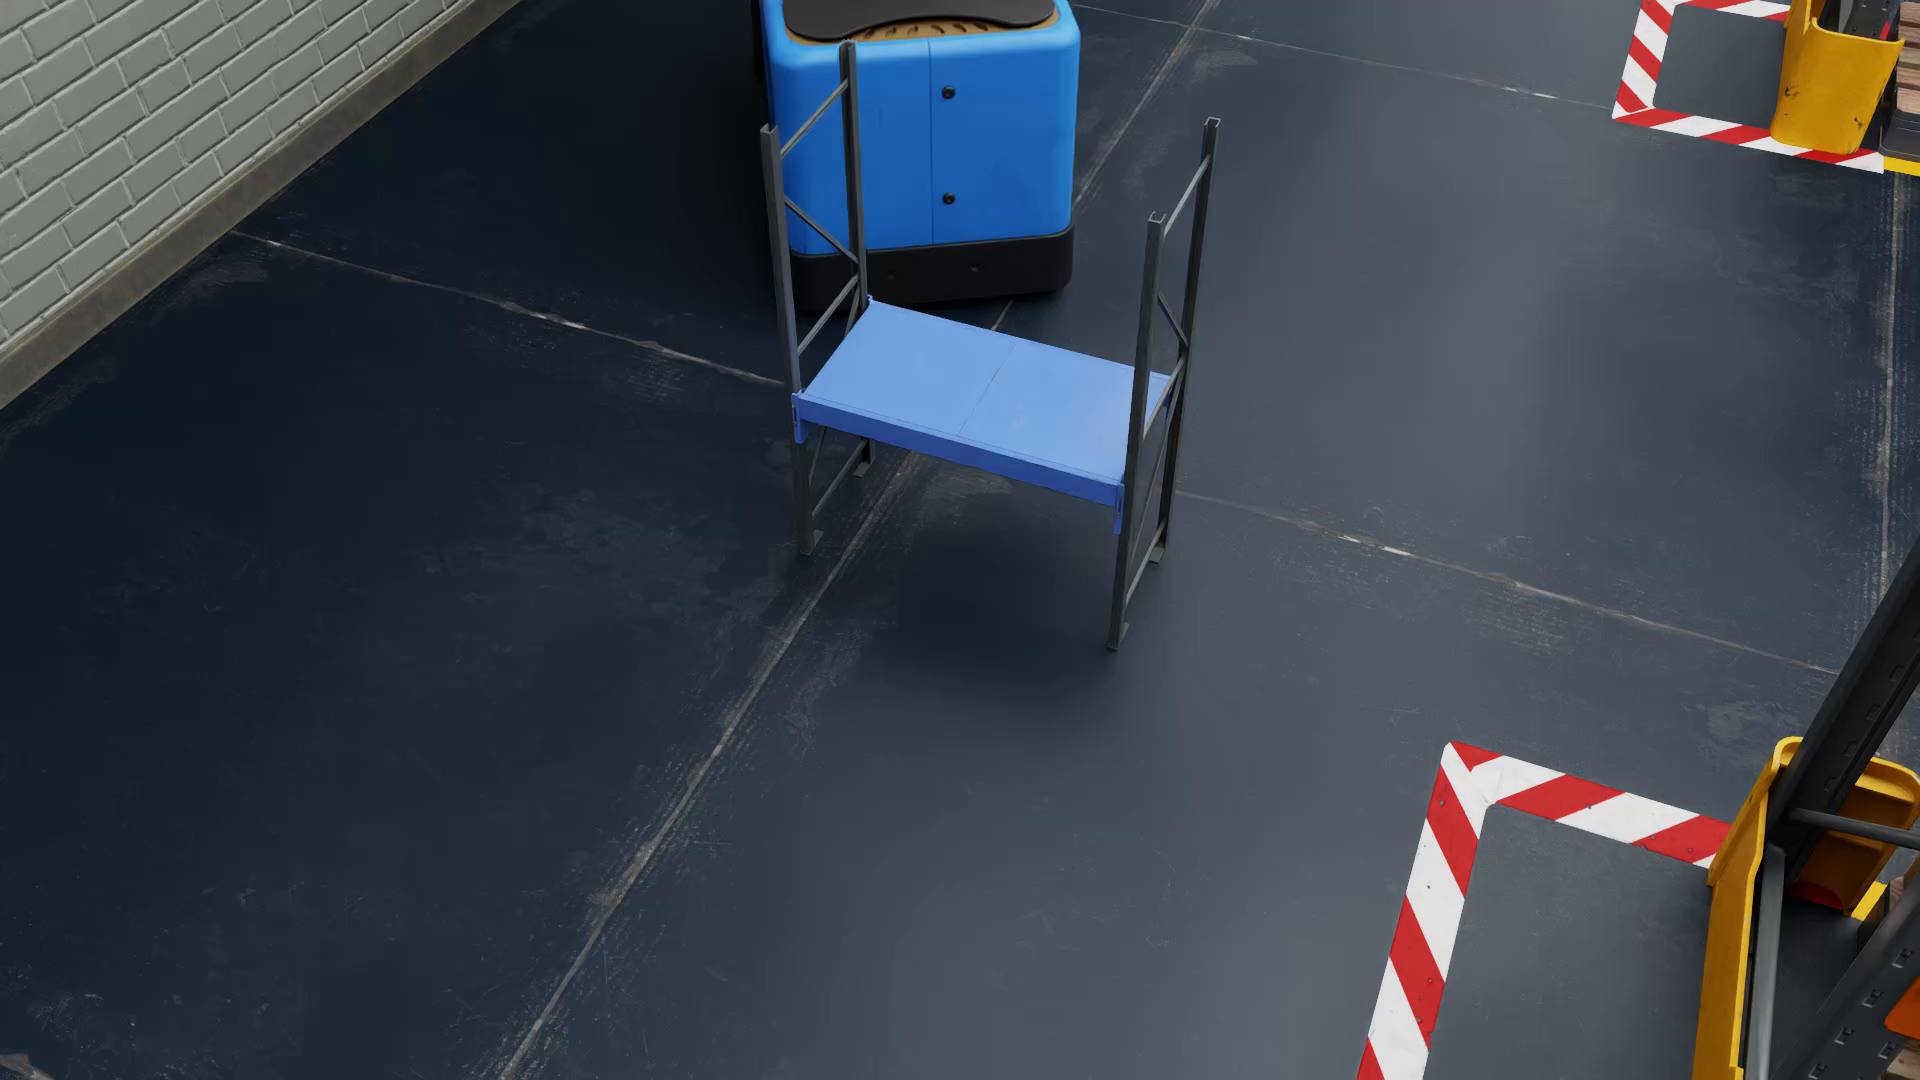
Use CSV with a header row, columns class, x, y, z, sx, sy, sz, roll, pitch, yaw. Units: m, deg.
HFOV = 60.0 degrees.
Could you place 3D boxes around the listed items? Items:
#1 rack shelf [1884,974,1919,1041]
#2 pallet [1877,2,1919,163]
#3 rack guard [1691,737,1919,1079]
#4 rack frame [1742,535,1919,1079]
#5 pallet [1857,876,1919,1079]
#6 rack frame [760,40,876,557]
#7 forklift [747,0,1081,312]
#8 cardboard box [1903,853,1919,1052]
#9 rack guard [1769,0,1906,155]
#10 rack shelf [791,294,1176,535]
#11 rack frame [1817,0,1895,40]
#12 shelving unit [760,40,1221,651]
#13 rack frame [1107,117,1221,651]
class,x,y,z,sx,sy,sz,roll,pitch,yaw
rack shelf,3.710,0.962,2.667,4.000,0.370,1.077,16,47,16
pallet,4.521,-1.822,6.932,1.213,0.211,1.003,16,47,16
rack guard,1.934,1.070,3.820,0.348,0.500,1.175,16,47,16
rack frame,1.864,0.163,2.959,0.127,3.000,1.000,16,47,16
pallet,2.671,1.389,3.705,1.213,0.211,1.003,16,47,16
rack frame,-0.390,-0.647,4.836,0.032,1.500,0.500,16,47,16
forklift,-0.315,-2.905,6.091,1.130,2.935,3.031,-6,45,-6
cardboard box,2.461,0.881,3.698,0.500,0.500,0.500,16,47,16
rack guard,3.748,-2.172,7.078,0.348,0.500,1.175,16,47,16
rack shelf,0.079,-0.381,4.825,1.000,0.185,0.538,16,47,16
rack frame,3.775,-3.060,6.199,0.127,3.000,1.000,16,47,16
shelving unit,0.079,-0.509,4.698,1.048,1.500,0.538,16,47,16
rack frame,0.548,-0.370,4.559,0.032,1.500,0.500,16,47,16
